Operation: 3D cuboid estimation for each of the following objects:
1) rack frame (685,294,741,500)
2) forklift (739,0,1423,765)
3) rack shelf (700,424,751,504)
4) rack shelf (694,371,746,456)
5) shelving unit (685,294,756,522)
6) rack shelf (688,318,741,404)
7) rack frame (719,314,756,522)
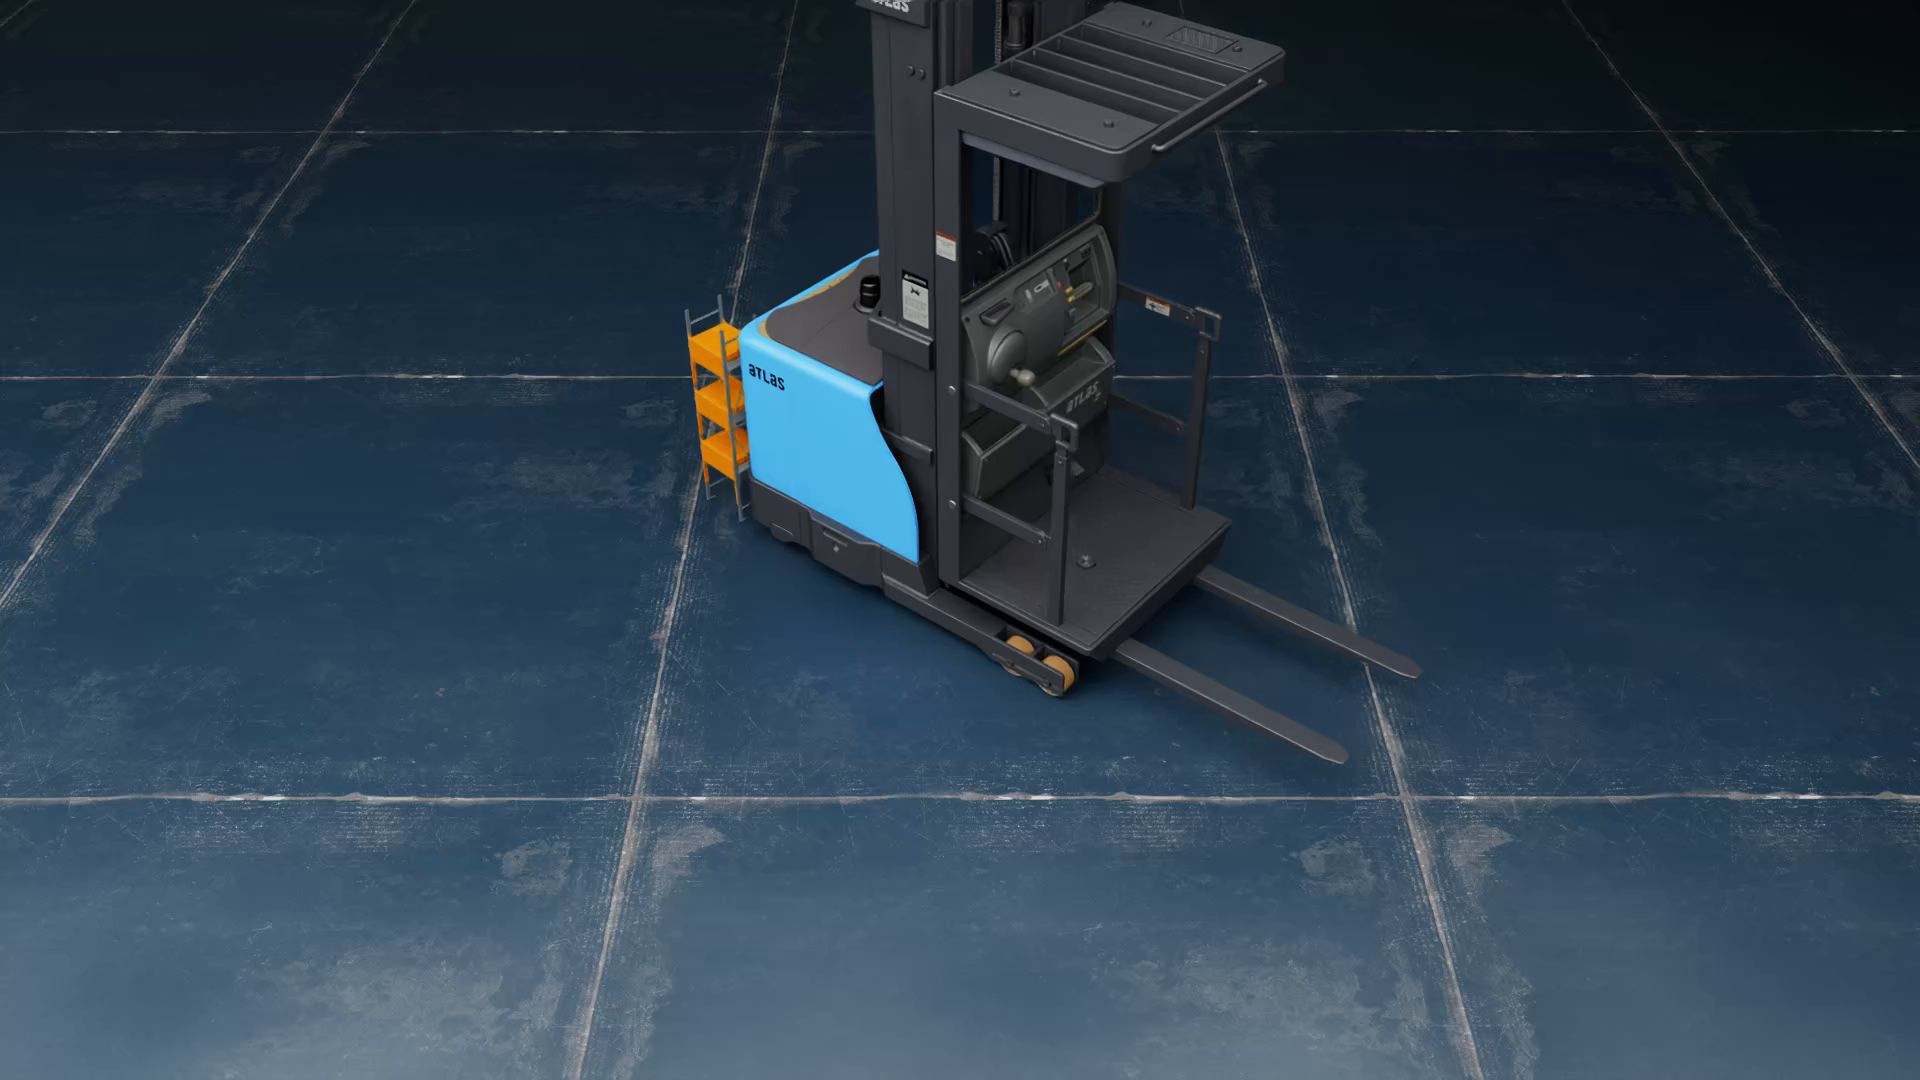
[{"bbox_3d":[-1.142,-0.646,7.717,0.008,1.050,0.200,32,49,33],"label":"rack frame"},{"bbox_3d":[0.489,-0.872,6.494,3.031,2.935,1.130,27,46,29],"label":"forklift"},{"bbox_3d":[-1.056,-0.367,7.830,0.240,0.259,0.215,32,49,33],"label":"rack shelf"},{"bbox_3d":[-1.056,-0.584,7.656,0.240,0.259,0.215,32,49,33],"label":"rack shelf"},{"bbox_3d":[-1.056,-0.593,7.650,0.252,1.050,0.215,32,49,33],"label":"shelving unit"},{"bbox_3d":[-1.056,-0.806,7.479,0.240,0.259,0.215,32,49,33],"label":"rack shelf"},{"bbox_3d":[-0.969,-0.539,7.583,0.008,1.050,0.200,32,49,33],"label":"rack frame"}]
